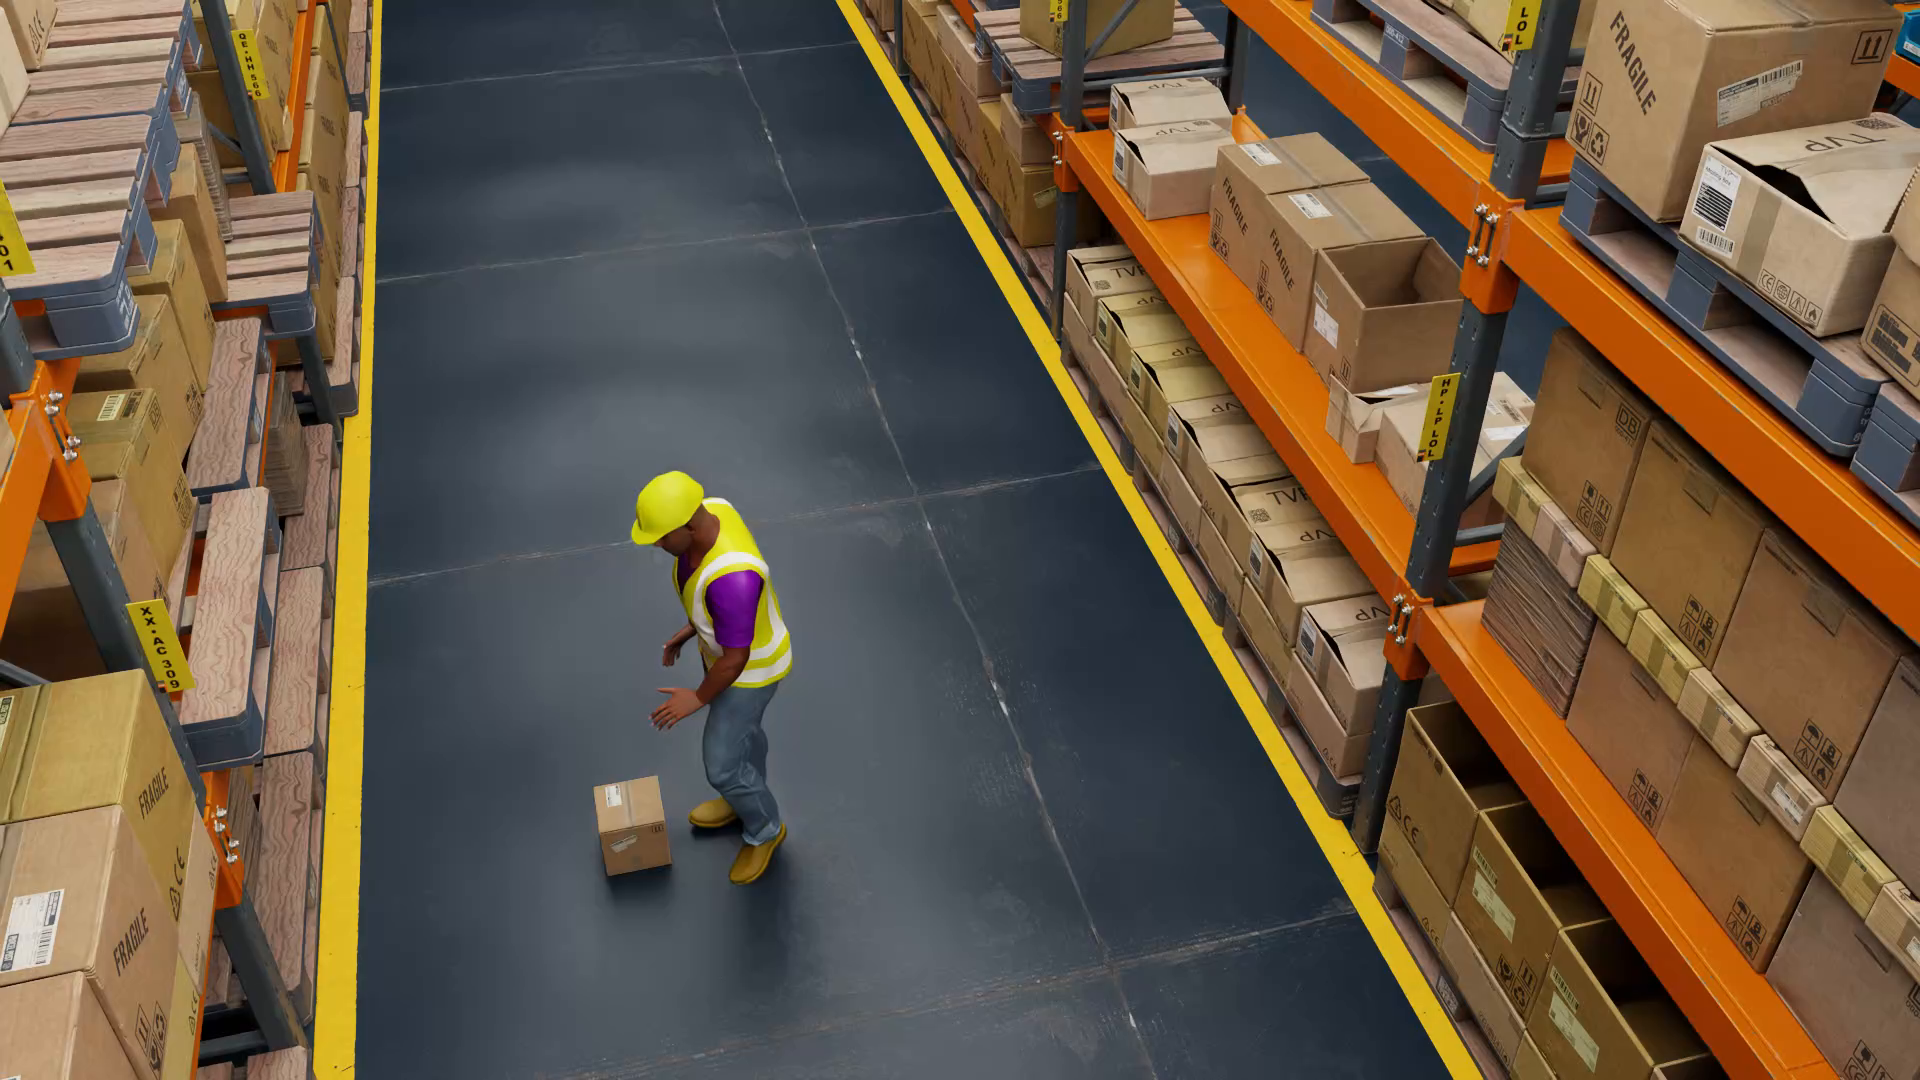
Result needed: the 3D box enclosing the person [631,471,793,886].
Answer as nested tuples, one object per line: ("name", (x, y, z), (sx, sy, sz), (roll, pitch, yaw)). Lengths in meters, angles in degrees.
("person", (-0.904, 0.480, 6.085), (0.567, 1.773, 0.588), (-15, 40, -18))
